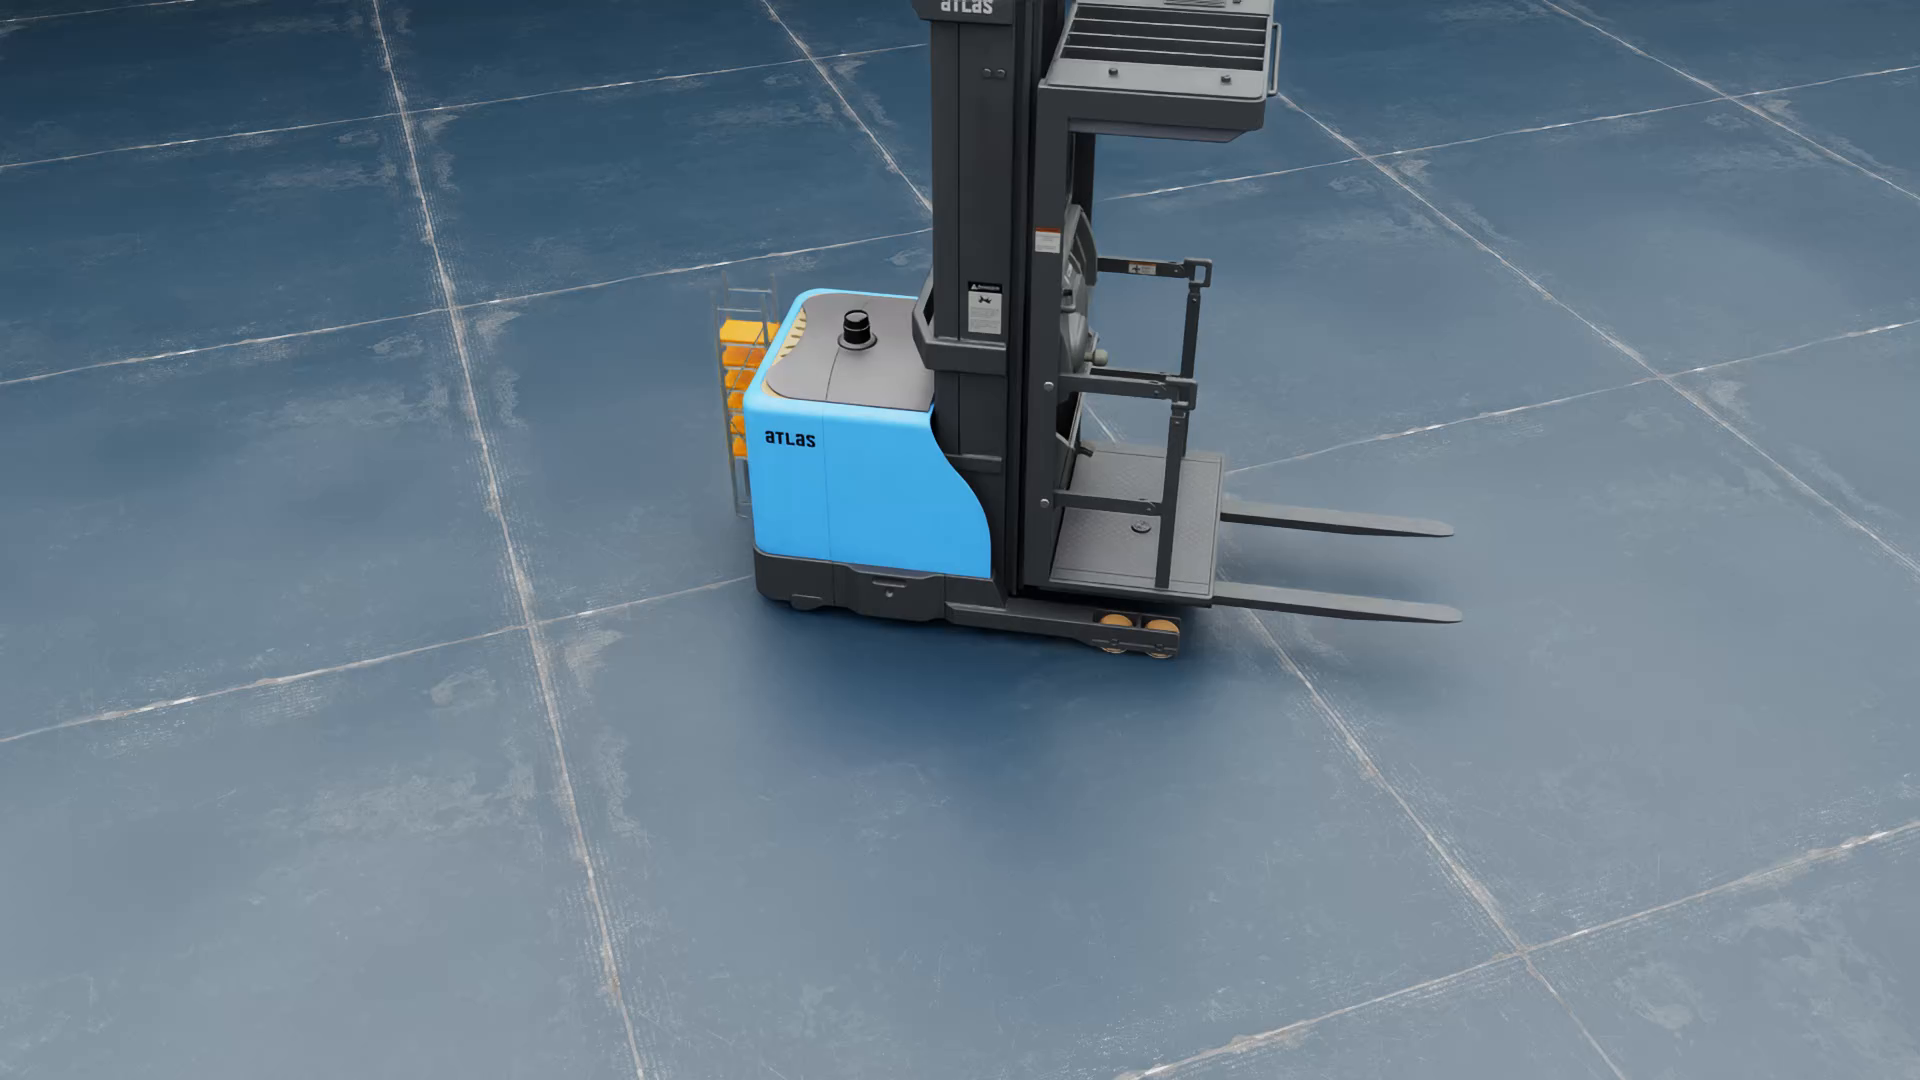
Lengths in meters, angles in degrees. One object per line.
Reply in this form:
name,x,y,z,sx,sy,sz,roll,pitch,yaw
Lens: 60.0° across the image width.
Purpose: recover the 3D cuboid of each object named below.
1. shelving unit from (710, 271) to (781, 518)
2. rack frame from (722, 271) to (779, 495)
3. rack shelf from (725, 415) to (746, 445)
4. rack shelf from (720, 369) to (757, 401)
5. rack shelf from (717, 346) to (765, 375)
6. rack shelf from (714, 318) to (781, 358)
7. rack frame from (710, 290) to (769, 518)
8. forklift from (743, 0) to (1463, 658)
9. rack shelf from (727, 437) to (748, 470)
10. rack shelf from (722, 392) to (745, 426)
shelving unit,-0.938,-0.638,7.596,0.258,1.200,0.189,5,37,8
rack frame,-0.923,-0.692,7.669,0.240,1.200,0.006,5,37,8
rack shelf,-0.936,-0.506,7.694,0.258,0.103,0.180,5,37,8
rack shelf,-0.939,-0.699,7.551,0.258,0.103,0.180,5,37,8
rack shelf,-0.940,-0.796,7.480,0.258,0.103,0.180,5,37,8
rack shelf,-0.942,-0.892,7.409,0.258,0.103,0.180,5,37,8
rack frame,-0.952,-0.585,7.524,0.240,1.200,0.006,5,37,8
forklift,0.664,-1.014,6.660,3.031,2.935,1.130,6,37,8
rack shelf,-0.934,-0.410,7.765,0.258,0.103,0.180,5,37,8
rack shelf,-0.937,-0.603,7.622,0.258,0.103,0.180,5,37,8
